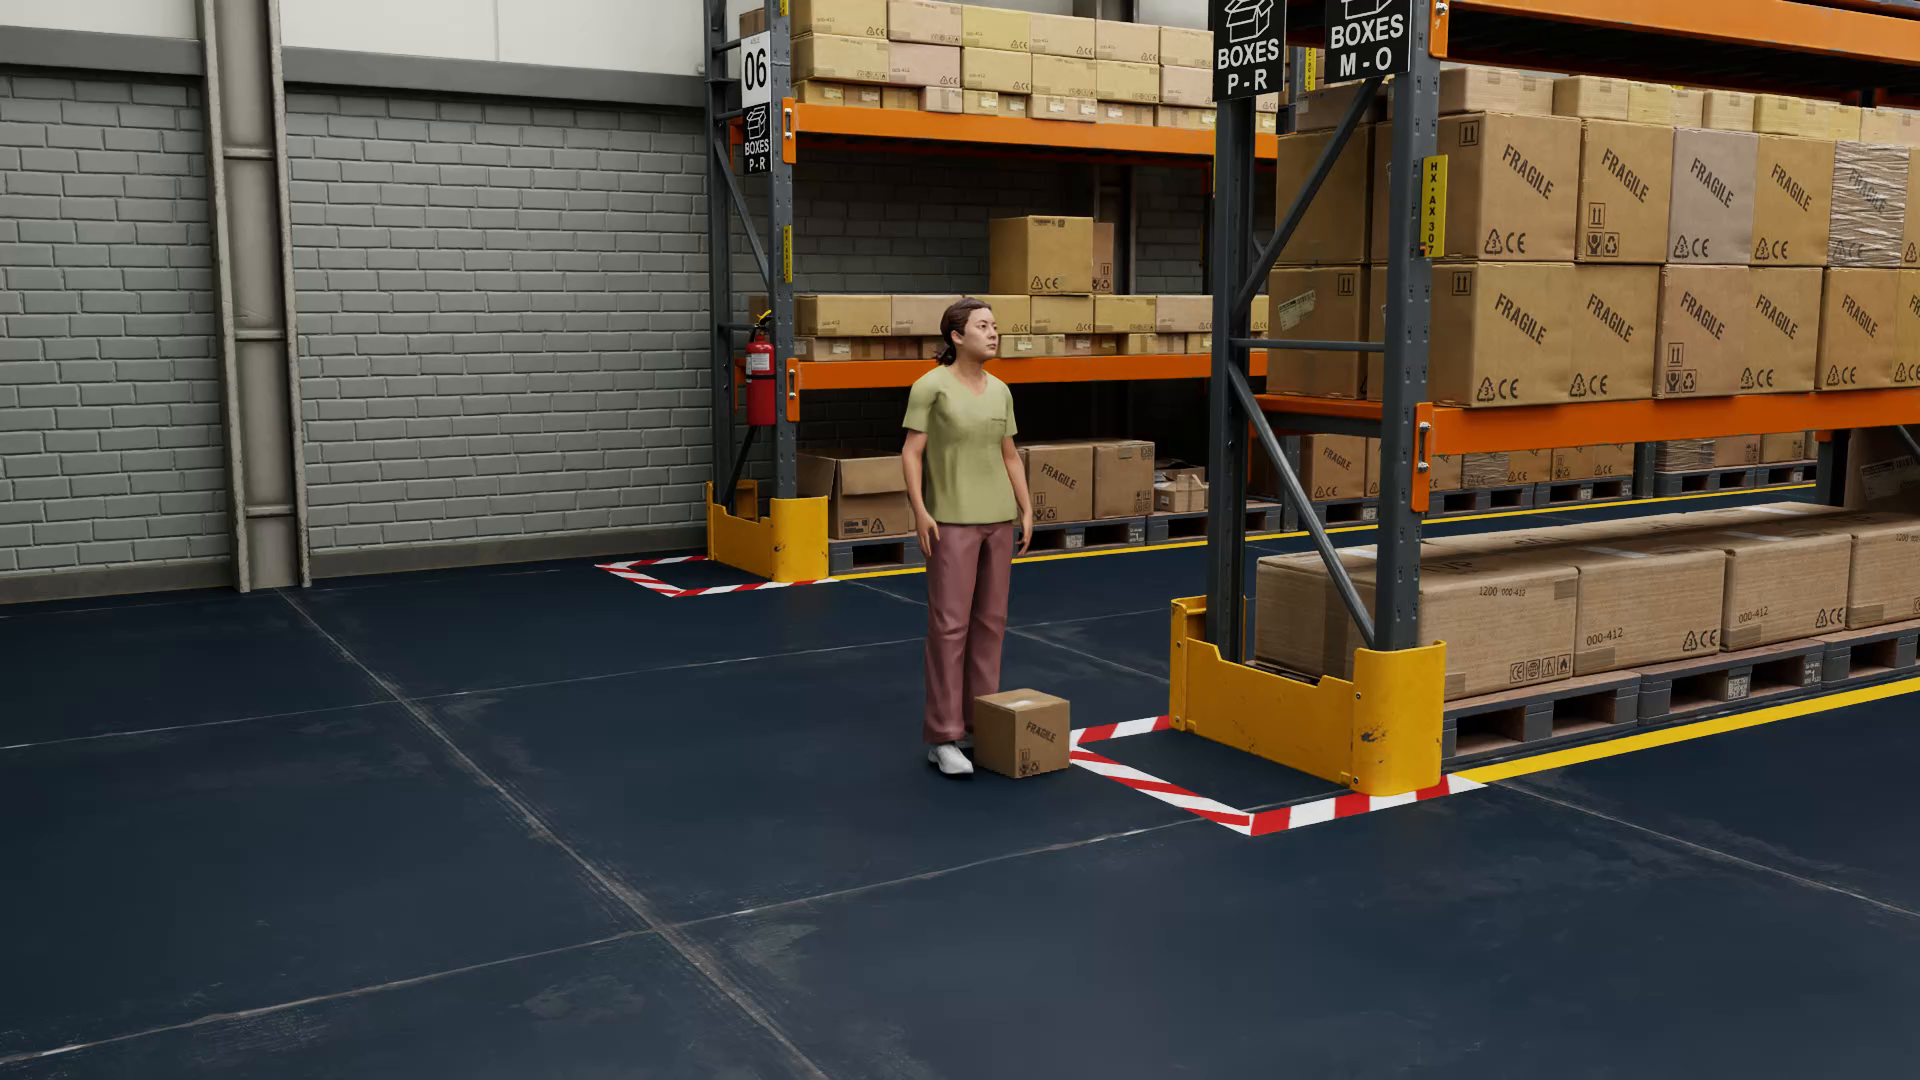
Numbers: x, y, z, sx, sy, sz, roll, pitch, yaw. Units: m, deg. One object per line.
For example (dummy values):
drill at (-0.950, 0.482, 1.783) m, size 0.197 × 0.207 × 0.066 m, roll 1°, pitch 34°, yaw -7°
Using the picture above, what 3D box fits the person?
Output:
person at (0.070, -0.041, 6.051) m, size 0.550 × 1.674 × 0.549 m, roll -6°, pitch 10°, yaw -34°
